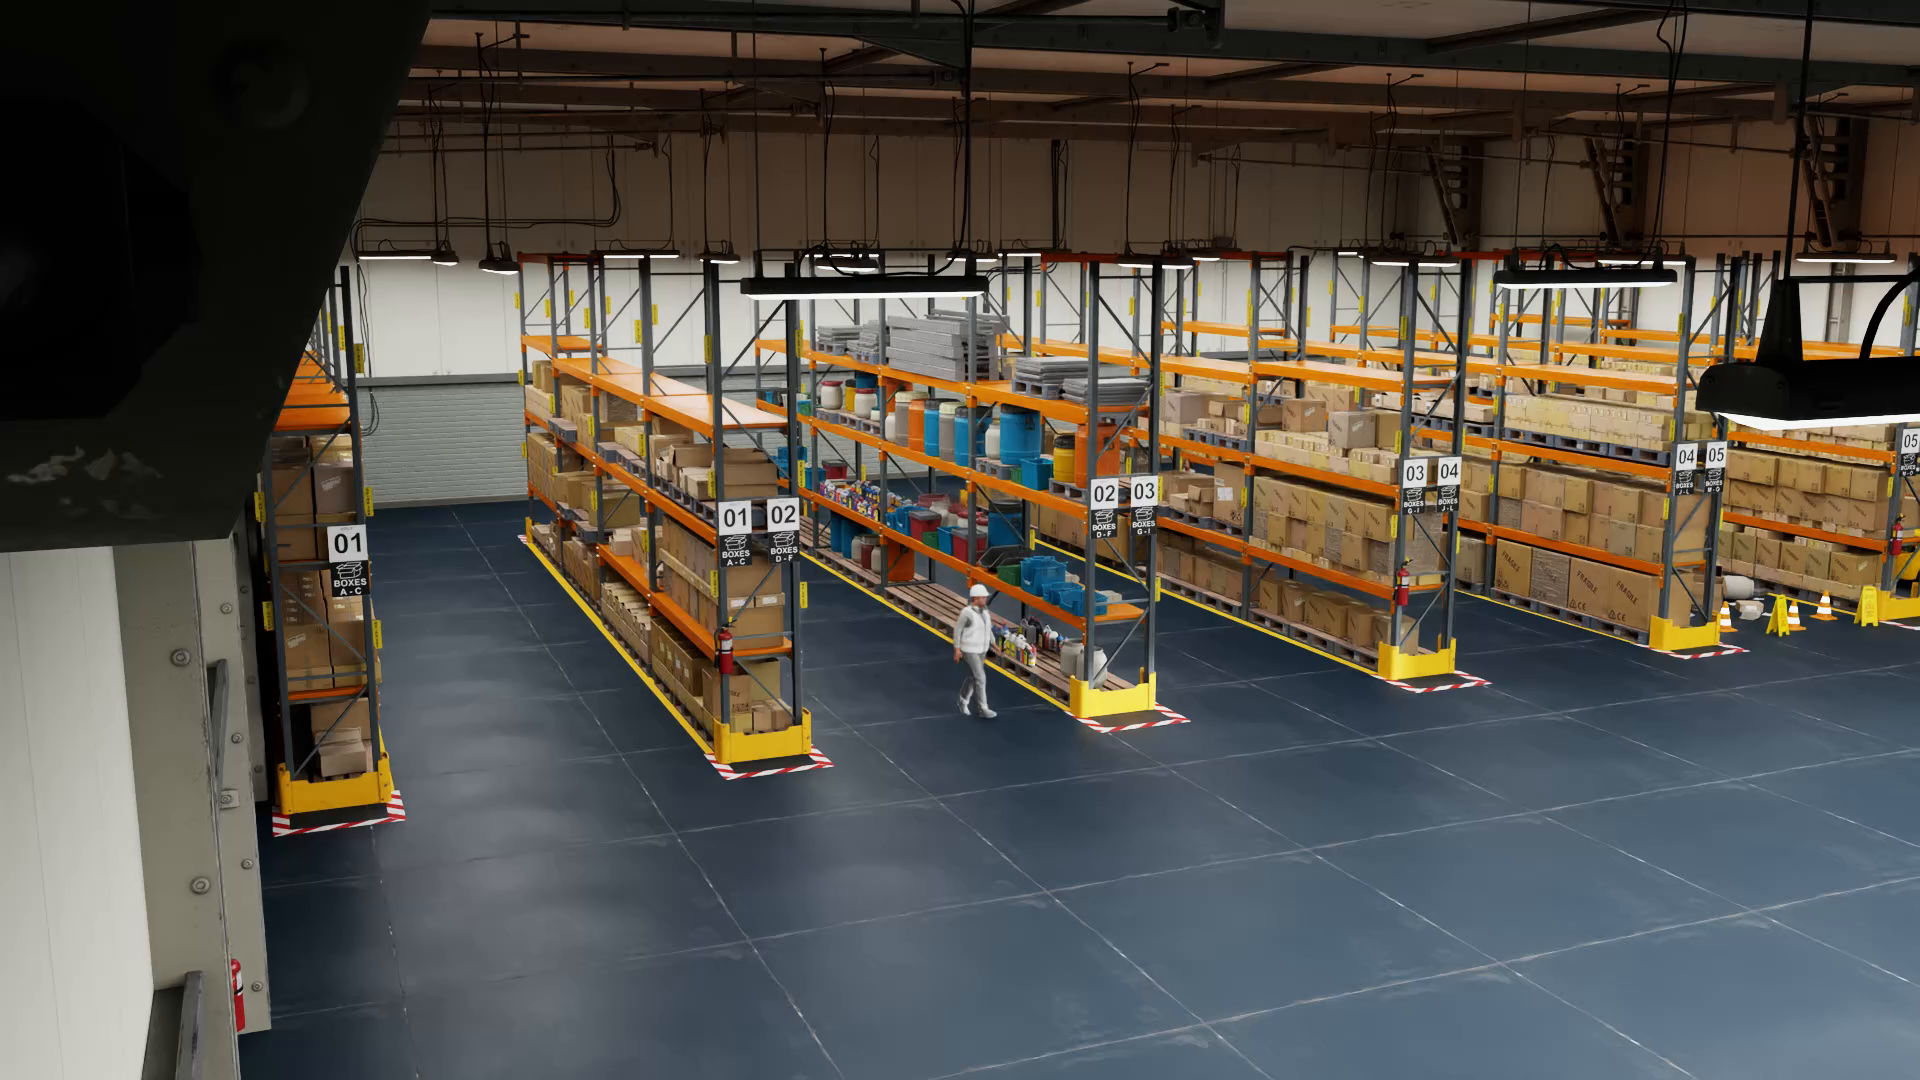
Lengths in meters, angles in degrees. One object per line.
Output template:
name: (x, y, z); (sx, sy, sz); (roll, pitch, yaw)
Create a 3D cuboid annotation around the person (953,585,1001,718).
person: (0.218, 1.493, 22.052); (0.750, 1.815, 0.684); (8, 13, 37)

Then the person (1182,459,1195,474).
person: (4.948, -1.009, 36.126); (0.394, 1.540, 0.972); (-5, 11, -24)
